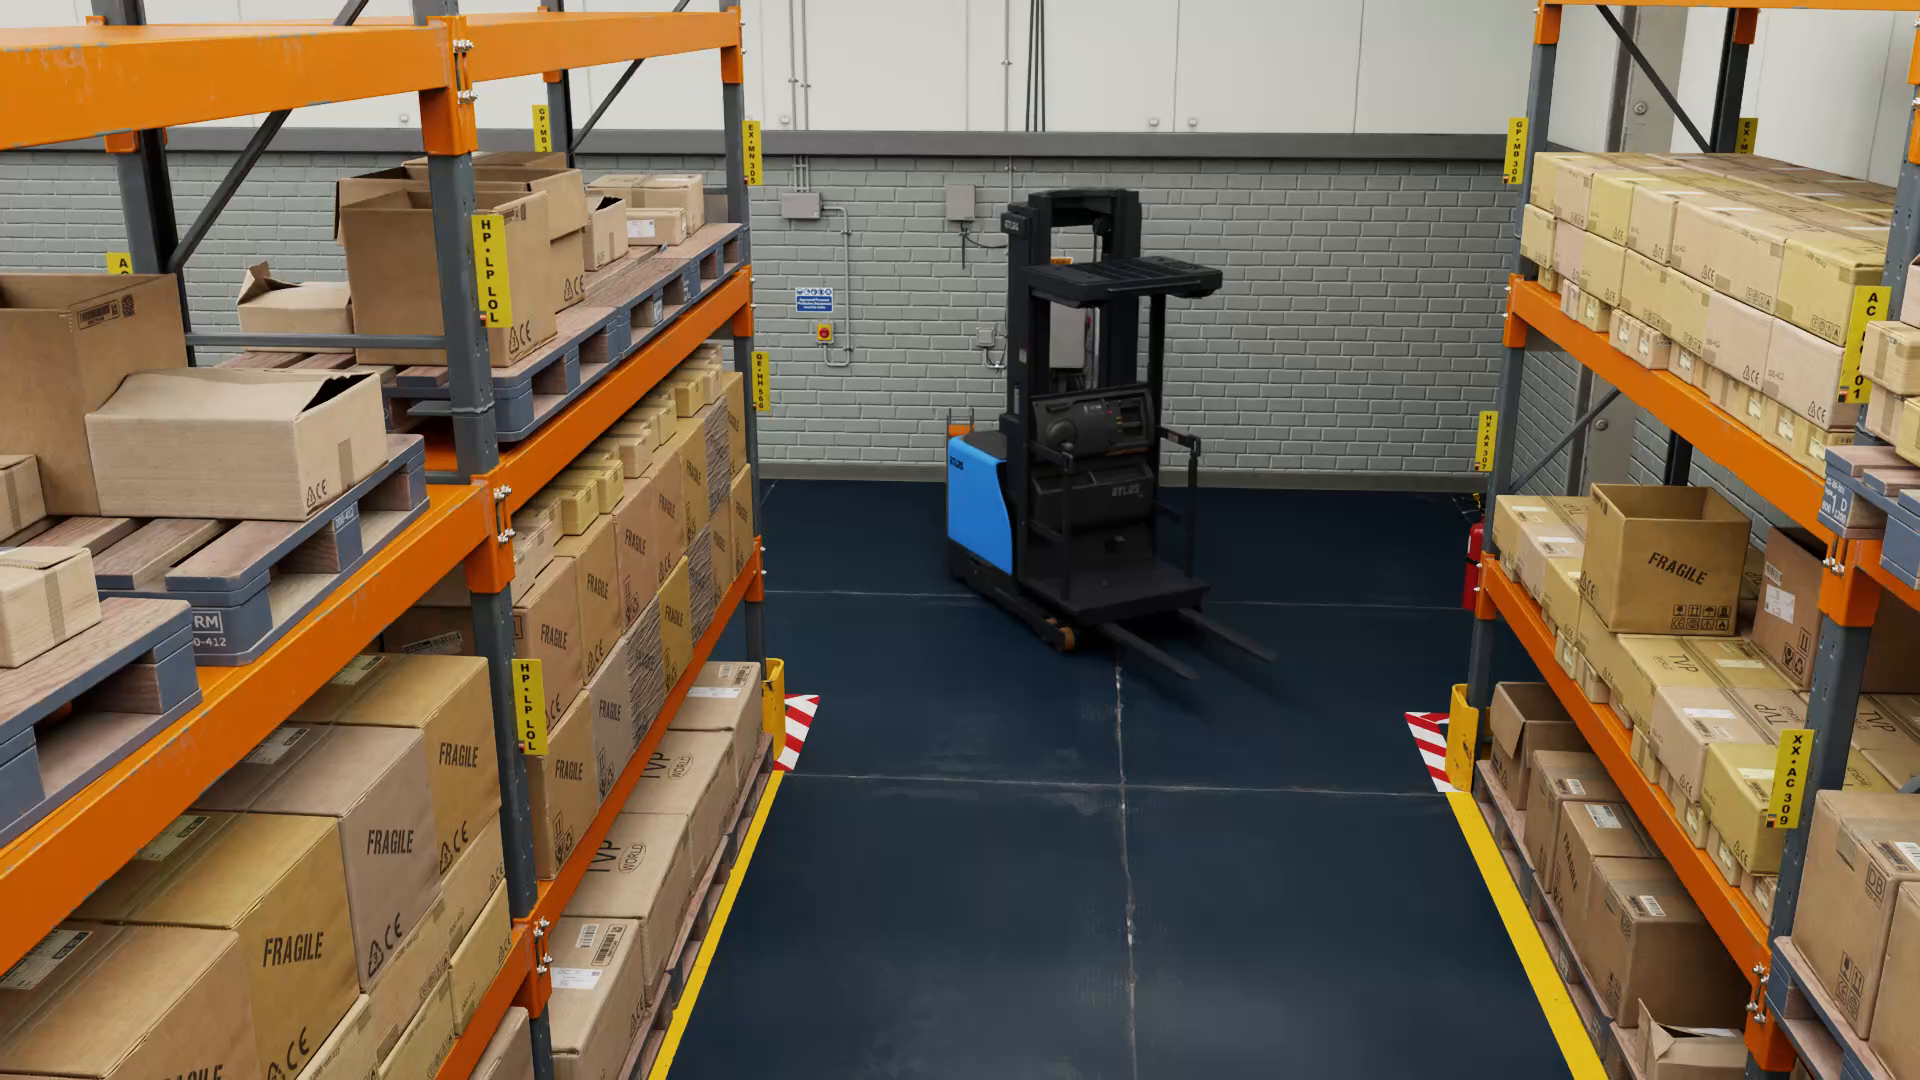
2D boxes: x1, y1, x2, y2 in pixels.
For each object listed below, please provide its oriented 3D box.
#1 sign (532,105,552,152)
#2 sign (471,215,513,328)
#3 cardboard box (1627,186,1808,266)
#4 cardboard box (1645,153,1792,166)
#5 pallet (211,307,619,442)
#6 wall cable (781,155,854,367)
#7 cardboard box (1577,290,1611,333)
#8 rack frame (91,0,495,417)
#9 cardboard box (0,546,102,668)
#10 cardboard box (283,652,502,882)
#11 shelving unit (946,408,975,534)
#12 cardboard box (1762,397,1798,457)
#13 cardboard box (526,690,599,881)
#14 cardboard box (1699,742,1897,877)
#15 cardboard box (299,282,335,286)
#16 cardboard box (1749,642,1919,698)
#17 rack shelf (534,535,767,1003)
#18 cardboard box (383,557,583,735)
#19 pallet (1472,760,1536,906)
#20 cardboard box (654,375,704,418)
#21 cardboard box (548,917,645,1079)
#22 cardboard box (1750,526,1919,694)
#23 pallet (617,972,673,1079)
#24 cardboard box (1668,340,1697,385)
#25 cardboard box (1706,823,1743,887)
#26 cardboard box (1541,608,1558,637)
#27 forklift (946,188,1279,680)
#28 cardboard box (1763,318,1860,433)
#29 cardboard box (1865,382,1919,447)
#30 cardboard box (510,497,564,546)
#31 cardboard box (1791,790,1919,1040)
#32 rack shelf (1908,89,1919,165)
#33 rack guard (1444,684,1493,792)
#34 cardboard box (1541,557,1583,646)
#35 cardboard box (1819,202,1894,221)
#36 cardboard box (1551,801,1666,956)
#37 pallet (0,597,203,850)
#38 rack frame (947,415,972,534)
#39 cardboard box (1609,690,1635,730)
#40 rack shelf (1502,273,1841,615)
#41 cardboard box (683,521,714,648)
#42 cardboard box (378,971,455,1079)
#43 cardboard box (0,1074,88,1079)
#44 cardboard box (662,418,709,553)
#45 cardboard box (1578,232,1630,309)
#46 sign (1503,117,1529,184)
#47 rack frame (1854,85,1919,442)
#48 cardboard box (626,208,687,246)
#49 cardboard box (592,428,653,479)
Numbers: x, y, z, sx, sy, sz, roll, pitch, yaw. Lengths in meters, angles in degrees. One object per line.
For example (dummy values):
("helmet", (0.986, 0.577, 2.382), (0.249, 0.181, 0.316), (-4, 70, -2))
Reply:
("sign", (-2.171, -2.102, 8.673), (0.100, 0.325, 0.005), (1, 18, 4))
("sign", (-1.362, -0.779, 4.830), (0.100, 0.325, 0.005), (1, 18, 4))
("cardboard box", (2.947, -1.228, 6.497), (0.500, 0.250, 0.500), (2, 18, 5))
("cardboard box", (3.580, -1.689, 7.902), (0.500, 0.250, 0.500), (1, 18, 2))
("pallet", (-1.835, -0.604, 5.775), (1.003, 0.211, 1.213), (1, 18, 4))
("wall cable", (-1.237, -2.459, 14.428), (0.585, 1.953, 0.123), (1, 18, 4))
("cardboard box", (2.919, -0.994, 7.226), (0.380, 0.149, 0.250), (1, 18, 4))
("rack frame", (-1.904, -1.818, 4.520), (1.000, 3.000, 0.127), (1, 18, 4))
("cardboard box", (-1.890, 0.109, 3.155), (0.380, 0.166, 0.250), (3, 18, 9))
("cardboard box", (-1.686, 0.654, 4.842), (0.500, 0.500, 0.500), (2, 18, 6))
("shelving unit", (0.004, -0.516, 13.310), (0.215, 1.050, 0.252), (1, 18, 4))
("cardboard box", (2.799, -0.358, 5.284), (0.380, 0.149, 0.250), (1, 18, 4))
("cardboard box", (-1.610, 0.845, 5.865), (0.500, 0.500, 0.500), (2, 18, 6))
("cardboard box", (2.840, 0.909, 5.596), (0.500, 0.250, 0.500), (2, 18, 5))
("cardboard box", (-2.159, -0.808, 5.823), (0.380, 0.149, 0.250), (2, 18, 5))
("cardboard box", (3.420, 0.608, 6.512), (0.500, 0.250, 0.500), (2, 18, 5))
("rack shelf", (-1.761, 0.753, 7.462), (1.077, 0.370, 4.000), (1, 18, 4))
("cardboard box", (-1.629, 0.368, 5.717), (0.500, 0.500, 0.500), (1, 18, 4))
("pallet", (3.272, 1.497, 8.517), (1.003, 0.211, 1.213), (1, 18, 4))
("cardboard box", (-1.432, -0.686, 7.891), (0.380, 0.149, 0.250), (2, 18, 5))
("cardboard box", (-1.752, 1.858, 6.375), (0.875, 0.438, 0.875), (1, 18, 3))
("cardboard box", (3.419, 0.259, 6.373), (0.500, 0.500, 0.500), (1, 18, 2))
("pallet", (-1.772, 2.123, 6.603), (1.003, 0.211, 1.213), (1, 18, 4))
("cardboard box", (2.909, -0.678, 6.261), (0.380, 0.149, 0.250), (1, 18, 4))
("cardboard box", (2.815, 1.076, 5.726), (0.380, 0.149, 0.250), (2, 18, 5))
("cardboard box", (3.001, 0.355, 7.926), (0.380, 0.149, 0.250), (2, 18, 6))
("forklift", (1.015, -0.801, 11.160), (1.130, 2.935, 3.031), (-9, 20, -26))
("cardboard box", (2.832, -0.509, 5.104), (0.500, 0.250, 0.500), (1, 18, 4))
("cardboard box", (2.629, -0.327, 4.354), (0.380, 0.149, 0.250), (2, 18, 5))
("cardboard box", (-1.644, -0.051, 5.952), (0.380, 0.149, 0.250), (1, 18, 3))
("cardboard box", (2.789, 1.041, 4.595), (0.700, 0.500, 0.500), (2, 18, 5))
("rack shelf", (2.903, -0.555, 2.464), (1.077, 0.370, 4.000), (1, 18, 4))
("rack guard", (3.328, 1.112, 9.228), (1.175, 0.500, 0.348), (1, 18, 4))
("cardboard box", (2.963, 0.279, 7.517), (0.500, 0.250, 0.500), (1, 18, 3))
("cardboard box", (3.424, -1.057, 5.975), (0.500, 0.250, 0.500), (1, 18, 3))
("cardboard box", (2.957, 1.503, 7.359), (0.500, 0.500, 0.500), (2, 18, 5))
("pallet", (-2.121, 0.391, 2.899), (1.003, 0.211, 1.213), (2, 18, 6))
("rack frame", (-0.005, -0.478, 13.195), (0.200, 1.050, 0.008), (1, 18, 4))
("cardboard box", (2.946, 0.678, 6.939), (0.380, 0.149, 0.250), (1, 18, 4))
("rack shelf", (3.190, -0.562, 6.660), (1.077, 0.370, 4.000), (1, 18, 4))
("cardboard box", (-1.466, 0.214, 7.792), (0.500, 0.500, 0.500), (2, 18, 6))
("cardboard box", (-1.723, 1.407, 4.552), (0.500, 0.250, 0.500), (1, 18, 3))
("cardboard box", (-1.833, 1.290, 2.902), (0.500, 0.500, 0.500), (2, 18, 5))
("cardboard box", (-1.462, -0.261, 7.635), (0.500, 0.500, 0.500), (1, 18, 4))
("cardboard box", (2.964, -1.147, 7.051), (0.500, 0.250, 0.500), (1, 18, 2))
("sign", (2.792, -1.953, 8.344), (0.100, 0.325, 0.005), (1, 18, 4))
("rack frame", (3.047, -1.708, 4.185), (1.000, 3.000, 0.127), (1, 18, 4))
("cardboard box", (-1.510, -1.489, 7.901), (0.380, 0.149, 0.250), (0, 18, 0))
("cardboard box", (-1.495, -0.363, 6.905), (0.380, 0.149, 0.250), (1, 18, 4))
